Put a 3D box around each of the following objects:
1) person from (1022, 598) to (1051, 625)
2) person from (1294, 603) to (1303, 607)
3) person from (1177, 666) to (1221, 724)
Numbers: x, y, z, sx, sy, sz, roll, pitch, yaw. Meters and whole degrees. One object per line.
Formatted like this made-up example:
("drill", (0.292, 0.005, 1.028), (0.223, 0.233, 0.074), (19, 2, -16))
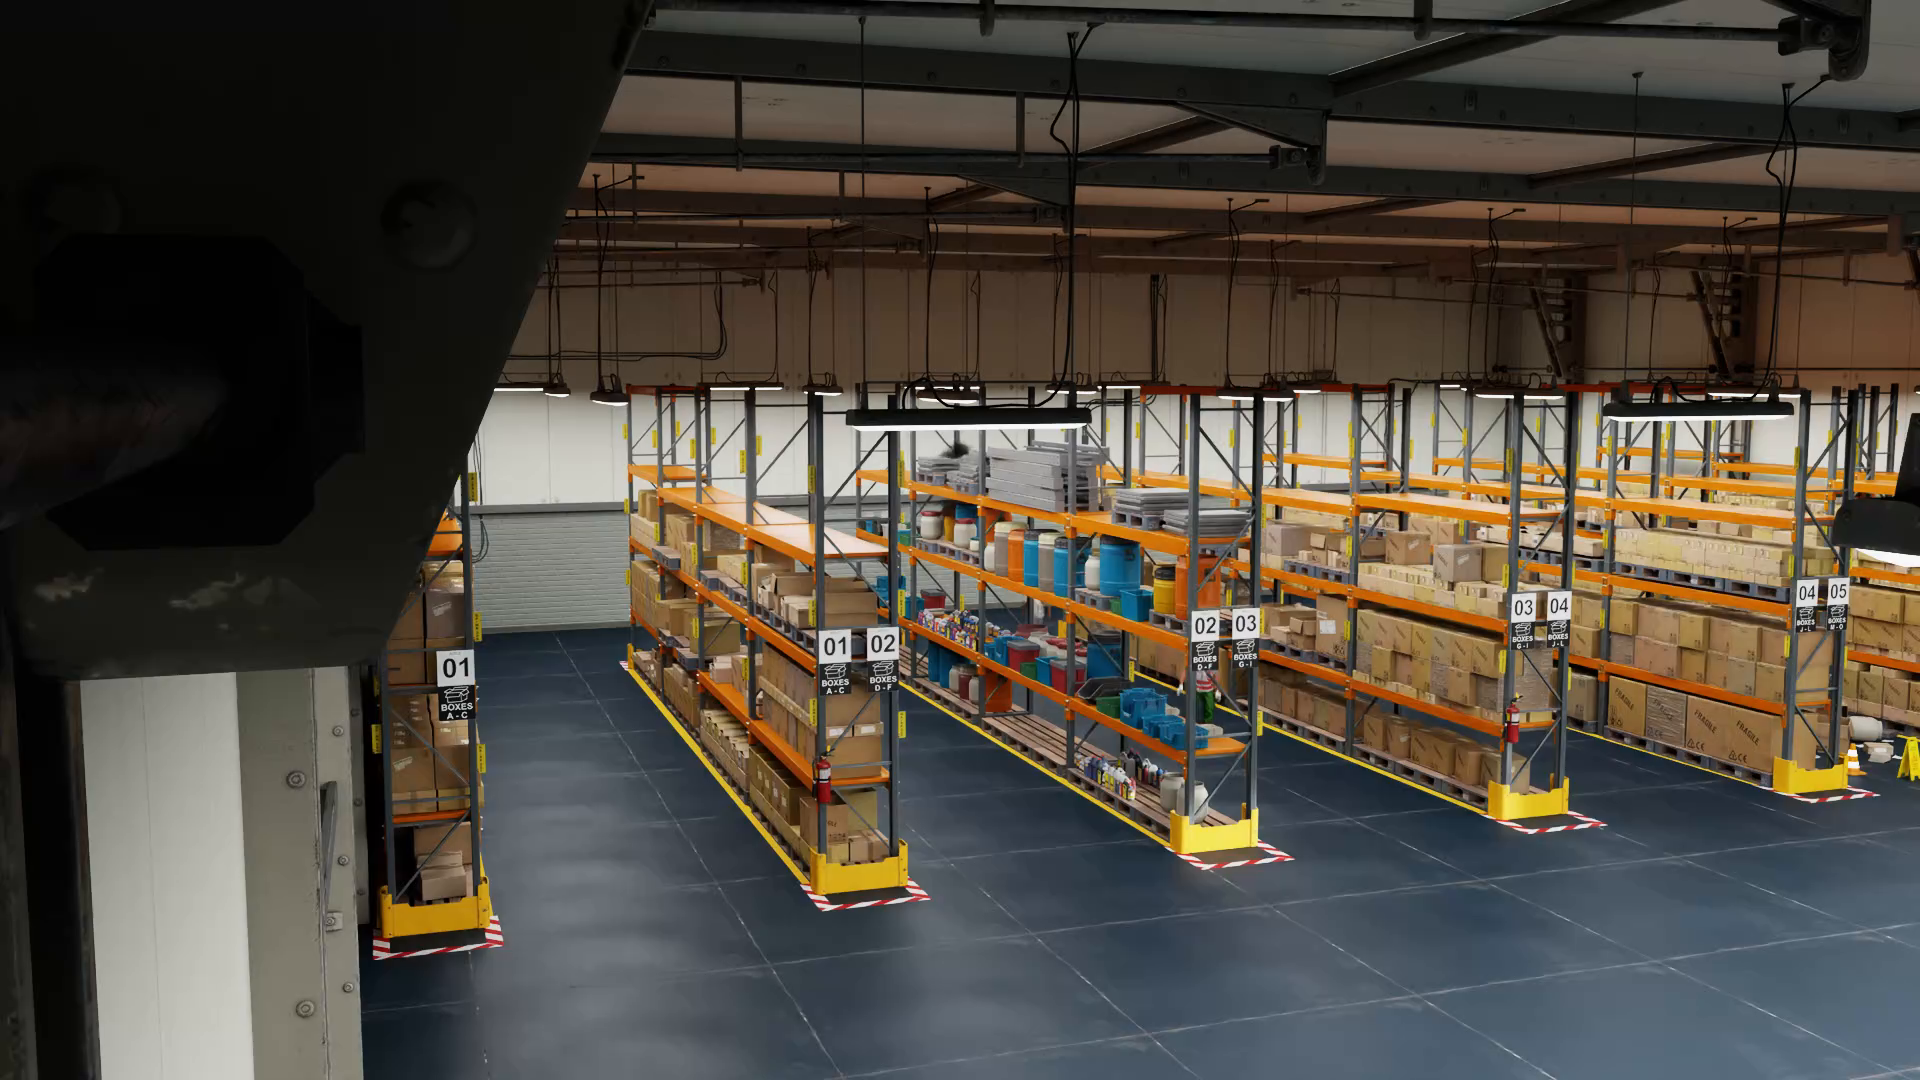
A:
("person", (1.721, 1.718, 36.814), (0.558, 1.621, 0.765), (-1, 6, -11))
("person", (6.710, 2.079, 33.355), (0.803, 1.693, 0.610), (1, 6, 11))
("person", (4.039, 2.560, 28.091), (0.743, 1.781, 0.766), (1, 6, 10))
